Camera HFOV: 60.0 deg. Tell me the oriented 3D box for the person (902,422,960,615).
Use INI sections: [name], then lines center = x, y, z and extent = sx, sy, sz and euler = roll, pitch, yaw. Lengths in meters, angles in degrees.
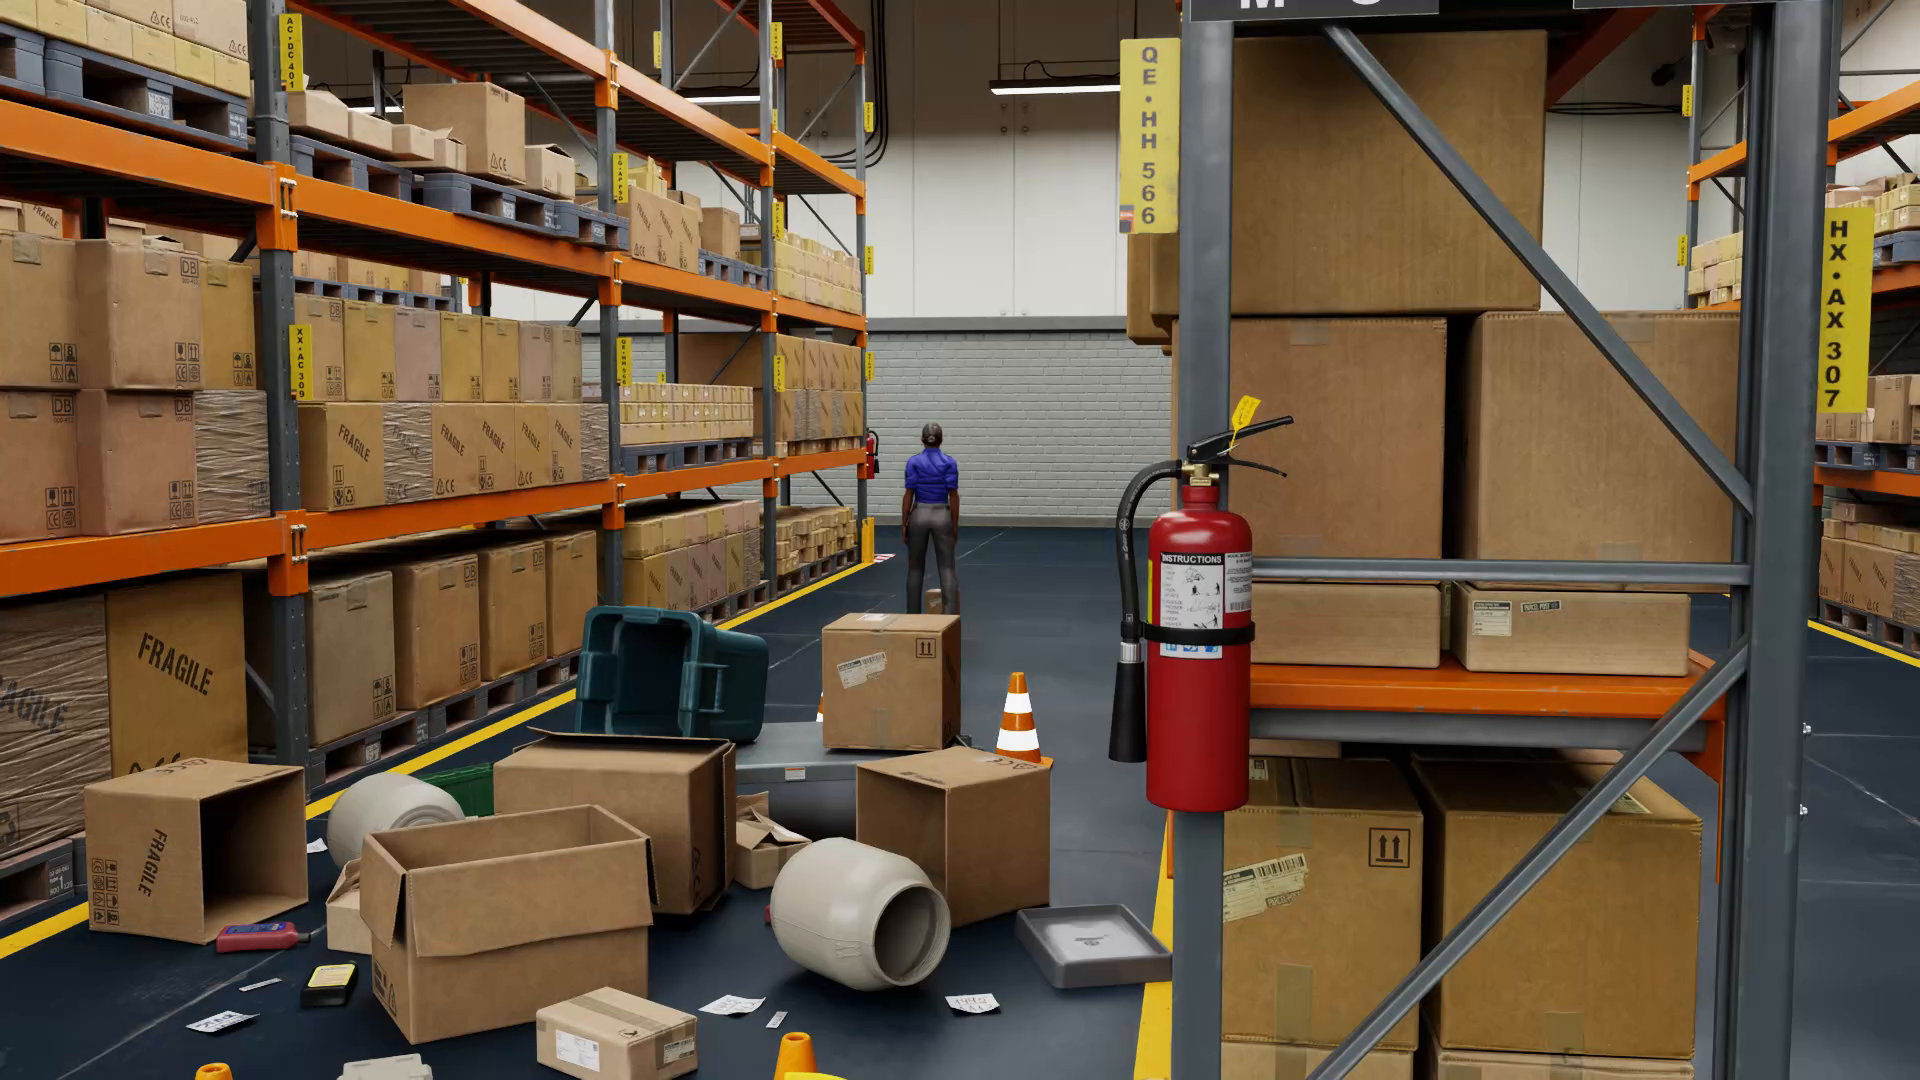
[person]
center = -0.236, -0.116, 13.393
extent = 0.460, 1.669, 0.552
euler = 0, 5, -1
